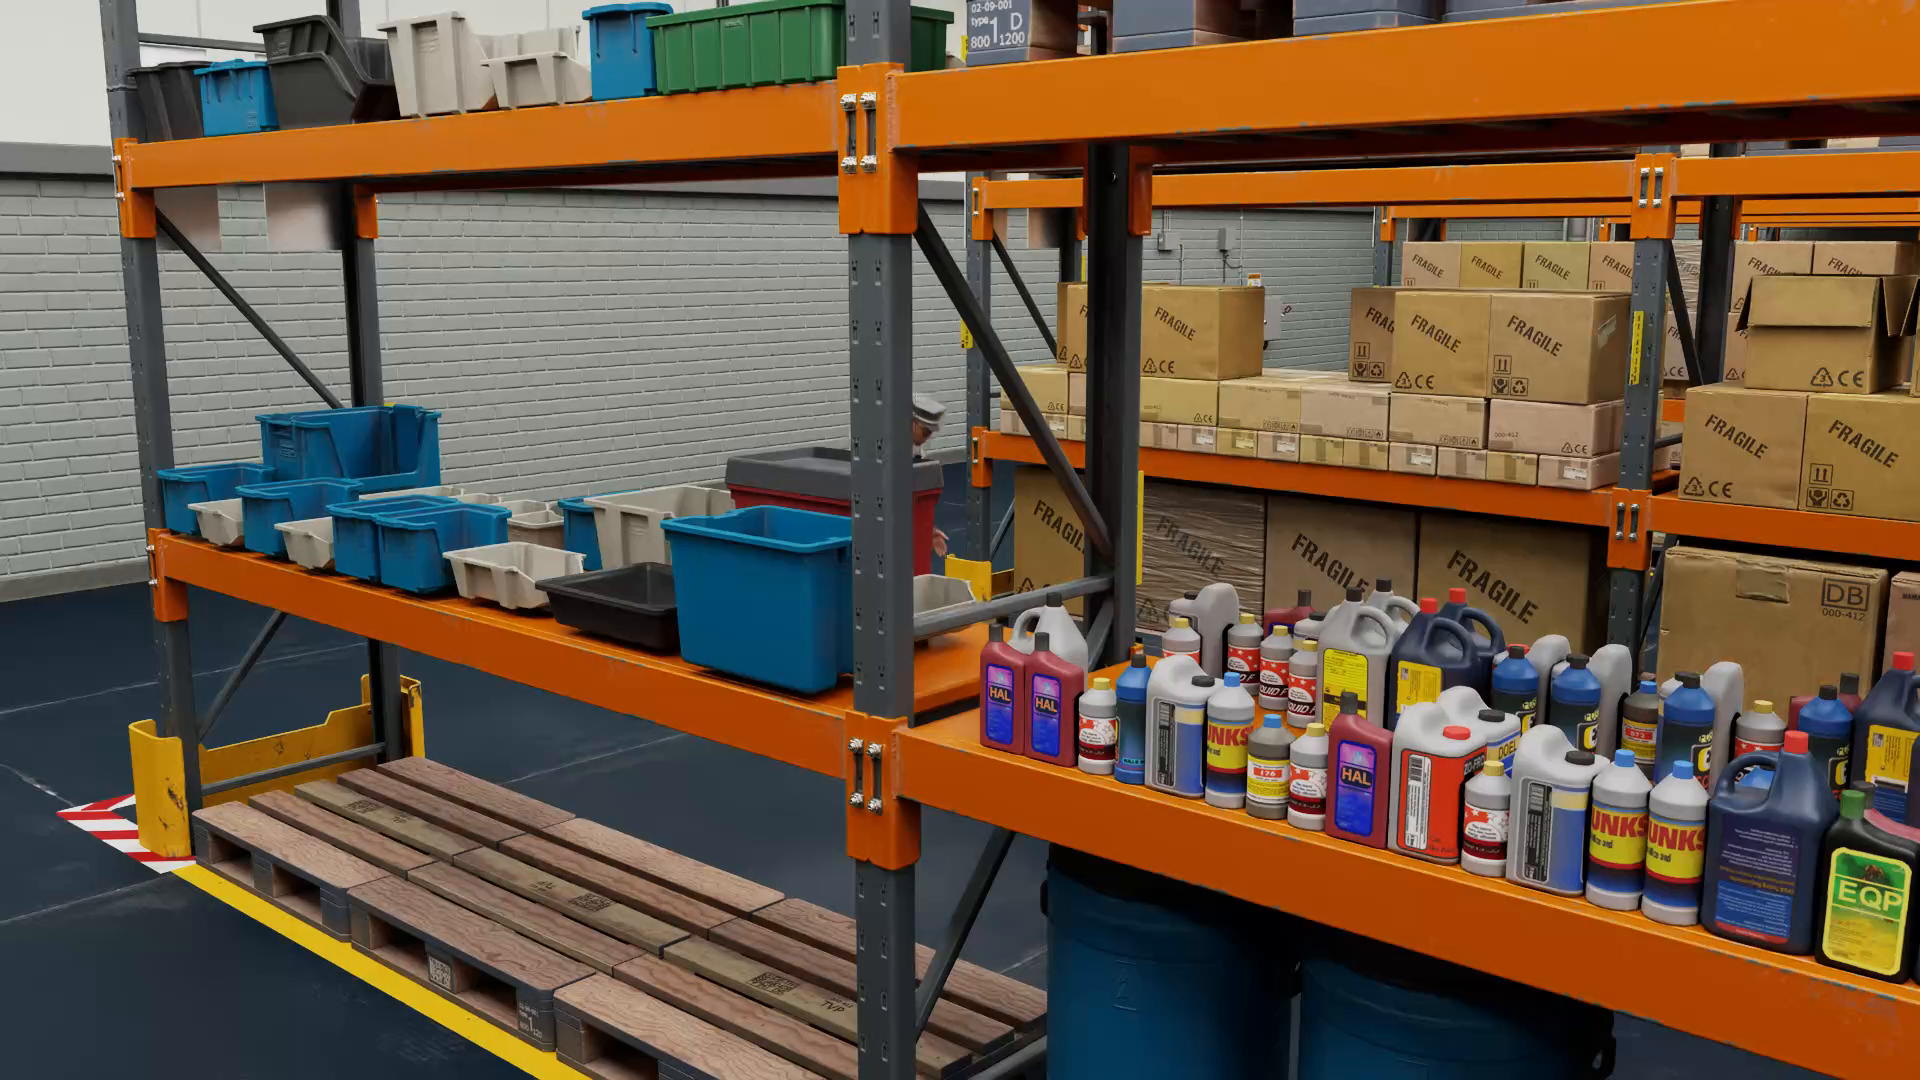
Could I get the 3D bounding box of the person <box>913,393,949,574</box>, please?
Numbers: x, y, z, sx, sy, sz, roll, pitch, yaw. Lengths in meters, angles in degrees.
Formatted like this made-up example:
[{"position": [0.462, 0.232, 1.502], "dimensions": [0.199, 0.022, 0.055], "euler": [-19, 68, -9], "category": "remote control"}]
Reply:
[{"position": [-0.373, -0.029, 9.483], "dimensions": [0.634, 1.614, 0.578], "euler": [5, 11, 27], "category": "person"}]
